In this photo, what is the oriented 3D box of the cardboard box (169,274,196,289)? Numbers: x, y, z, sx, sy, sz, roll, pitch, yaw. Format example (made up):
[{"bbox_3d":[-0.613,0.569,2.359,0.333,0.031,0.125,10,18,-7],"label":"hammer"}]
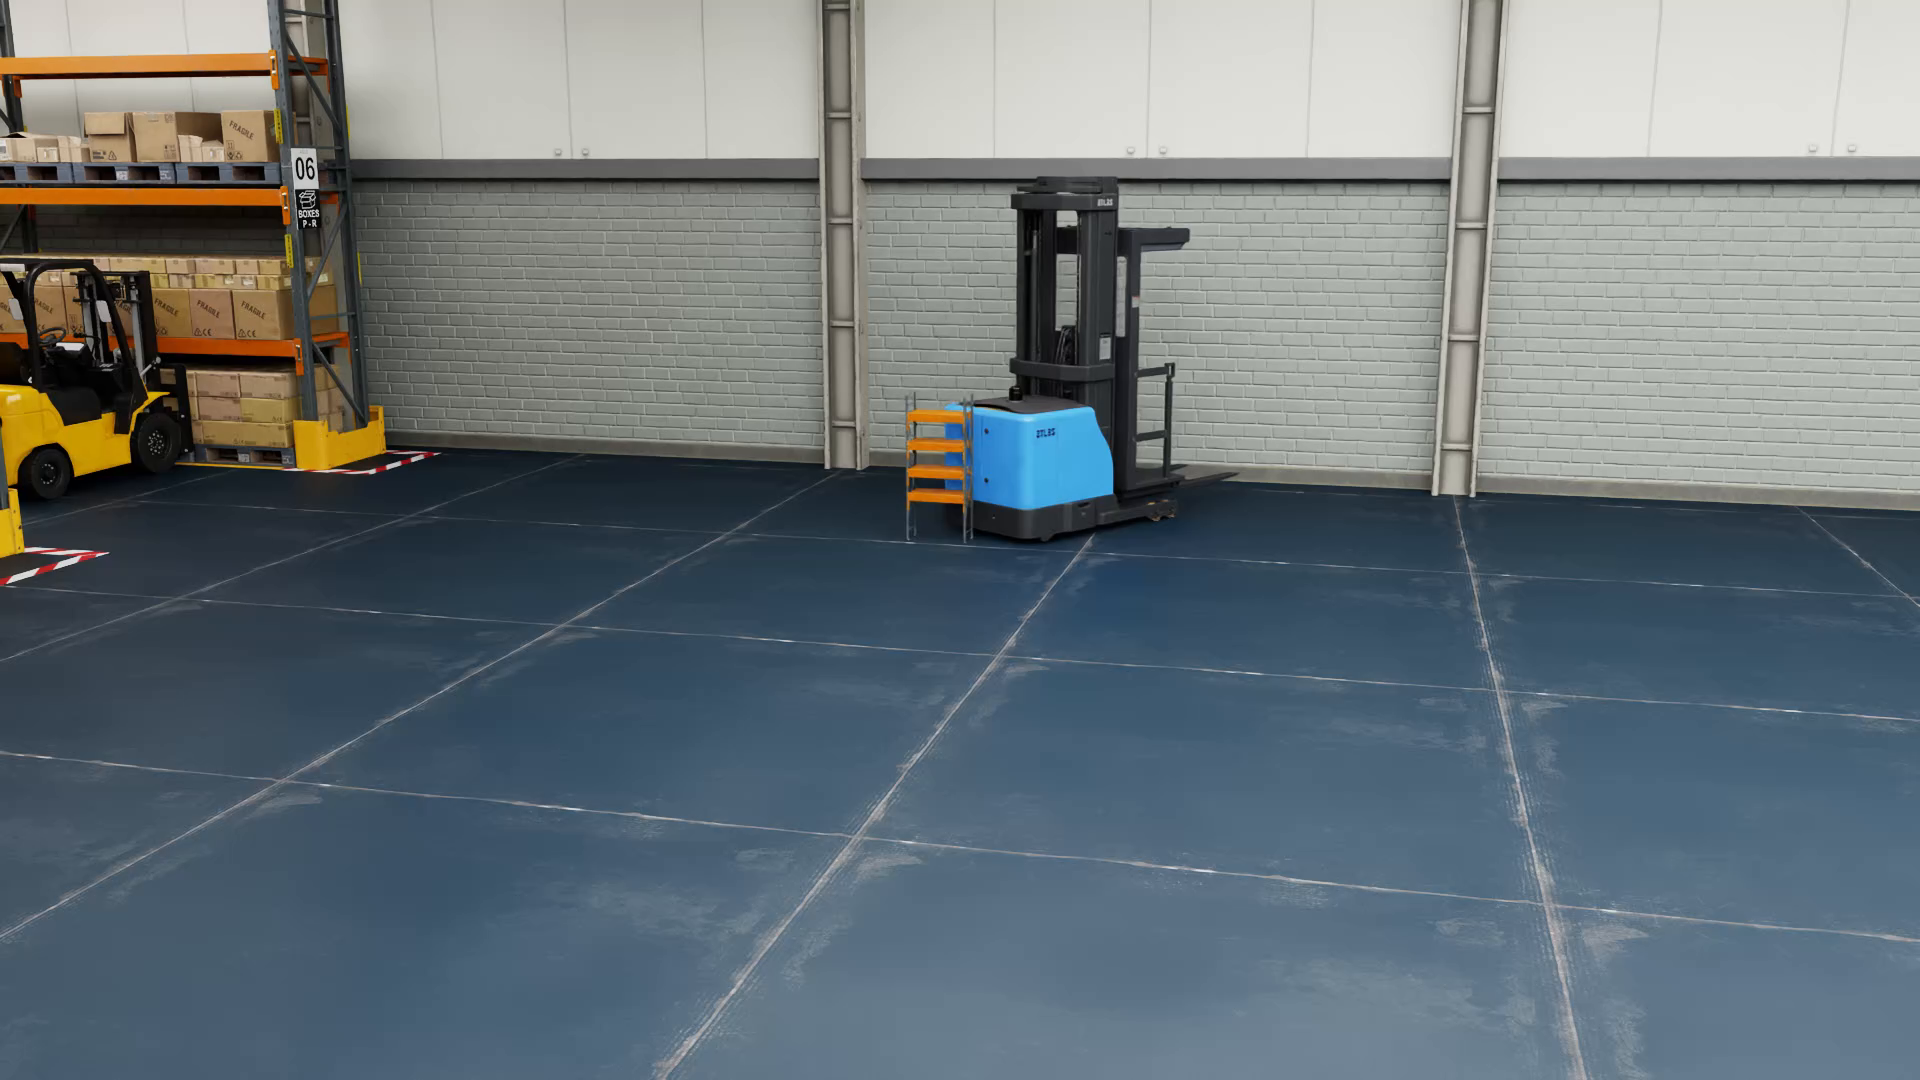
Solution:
[{"bbox_3d":[-7.931,-2.683,17.172,0.250,0.149,0.380,3,13,12],"label":"cardboard box"}]

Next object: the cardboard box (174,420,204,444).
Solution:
[{"bbox_3d":[-8.022,-1.182,17.515,0.500,0.250,0.500,3,13,14],"label":"cardboard box"}]

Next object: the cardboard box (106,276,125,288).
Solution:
[{"bbox_3d":[-8.667,-2.723,17.351,0.250,0.149,0.380,3,13,12],"label":"cardboard box"}]

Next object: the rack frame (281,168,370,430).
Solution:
[{"bbox_3d":[-6.526,-2.306,17.201,0.127,3.000,1.000,3,13,14],"label":"rack frame"}]

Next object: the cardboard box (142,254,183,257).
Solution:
[{"bbox_3d":[-8.553,-2.978,17.816,0.250,0.149,0.380,3,13,15],"label":"cardboard box"}]

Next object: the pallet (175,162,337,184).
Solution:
[{"bbox_3d":[-7.206,-3.769,17.076,1.213,0.211,1.003,3,13,14],"label":"pallet"}]

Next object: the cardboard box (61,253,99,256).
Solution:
[{"bbox_3d":[-9.533,-3.038,18.088,0.250,0.149,0.380,3,13,13],"label":"cardboard box"}]

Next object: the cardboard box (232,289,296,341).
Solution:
[{"bbox_3d":[-7.067,-2.325,17.057,0.500,0.500,0.500,3,13,12],"label":"cardboard box"}]

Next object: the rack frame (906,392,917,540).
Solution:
[{"bbox_3d":[-0.402,-0.607,13.700,0.015,1.200,0.240,3,13,15],"label":"rack frame"}]

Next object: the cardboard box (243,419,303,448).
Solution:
[{"bbox_3d":[-7.058,-1.126,17.264,0.500,0.250,0.500,3,13,14],"label":"cardboard box"}]

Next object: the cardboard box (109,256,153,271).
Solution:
[{"bbox_3d":[-8.655,-2.886,17.400,0.250,0.149,0.380,3,13,14],"label":"cardboard box"}]

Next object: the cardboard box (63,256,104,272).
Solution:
[{"bbox_3d":[-9.162,-2.896,17.448,0.250,0.149,0.380,3,13,13],"label":"cardboard box"}]

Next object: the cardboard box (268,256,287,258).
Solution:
[{"bbox_3d":[-7.044,-2.906,17.490,0.250,0.149,0.380,4,13,15],"label":"cardboard box"}]

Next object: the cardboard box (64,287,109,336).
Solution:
[{"bbox_3d":[-9.040,-2.435,17.551,0.500,0.500,0.500,3,13,13],"label":"cardboard box"}]

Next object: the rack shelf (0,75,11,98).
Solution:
[{"bbox_3d":[-12.351,-4.999,18.076,4.000,0.370,1.077,3,13,14],"label":"rack shelf"}]

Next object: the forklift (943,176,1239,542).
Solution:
[{"bbox_3d":[1.275,-1.666,14.474,3.031,2.935,1.130,-12,17,-42],"label":"forklift"}]

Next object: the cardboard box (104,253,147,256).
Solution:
[{"bbox_3d":[-9.028,-3.021,18.009,0.250,0.149,0.380,3,13,13],"label":"cardboard box"}]

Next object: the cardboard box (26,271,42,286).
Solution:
[{"bbox_3d":[-9.652,-2.786,17.638,0.250,0.149,0.380,3,13,13],"label":"cardboard box"}]

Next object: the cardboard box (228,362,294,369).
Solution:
[{"bbox_3d":[-7.433,-1.746,17.751,0.500,0.250,0.500,3,13,14],"label":"cardboard box"}]

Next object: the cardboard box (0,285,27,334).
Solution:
[{"bbox_3d":[-10.041,-2.484,17.775,0.500,0.500,0.500,3,13,12],"label":"cardboard box"}]

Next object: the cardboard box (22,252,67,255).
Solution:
[{"bbox_3d":[-10.027,-3.071,18.235,0.250,0.149,0.380,3,13,14],"label":"cardboard box"}]

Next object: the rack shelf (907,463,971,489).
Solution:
[{"bbox_3d":[-0.167,-0.527,13.651,0.480,0.148,0.258,3,13,15],"label":"rack shelf"}]

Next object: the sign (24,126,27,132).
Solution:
[{"bbox_3d":[-10.278,-4.386,18.274,0.005,0.325,0.100,3,13,14],"label":"sign"}]

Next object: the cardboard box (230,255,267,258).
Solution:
[{"bbox_3d":[-7.543,-2.926,17.583,0.250,0.149,0.380,3,13,14],"label":"cardboard box"}]

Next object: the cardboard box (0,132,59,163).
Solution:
[{"bbox_3d":[-9.660,-4.094,17.340,0.500,0.311,0.500,3,13,15],"label":"cardboard box"}]

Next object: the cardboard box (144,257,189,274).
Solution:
[{"bbox_3d":[-8.187,-2.836,17.175,0.250,0.149,0.380,3,13,15],"label":"cardboard box"}]

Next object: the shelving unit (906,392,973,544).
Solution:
[{"bbox_3d":[-0.167,-0.593,13.636,0.503,1.200,0.258,3,13,15],"label":"shelving unit"}]

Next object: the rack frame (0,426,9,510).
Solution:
[{"bbox_3d":[-7.712,-1.262,12.496,0.127,3.000,1.000,3,13,14],"label":"rack frame"}]

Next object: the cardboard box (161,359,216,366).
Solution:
[{"bbox_3d":[-8.412,-1.803,18.004,0.500,0.250,0.500,3,13,12],"label":"cardboard box"}]

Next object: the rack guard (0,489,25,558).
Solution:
[{"bbox_3d":[-7.786,-0.045,12.784,0.348,0.500,1.175,3,13,14],"label":"rack guard"}]

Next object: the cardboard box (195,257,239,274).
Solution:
[{"bbox_3d":[-7.656,-2.833,17.164,0.250,0.149,0.380,3,13,14],"label":"cardboard box"}]

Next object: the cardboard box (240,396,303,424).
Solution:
[{"bbox_3d":[-7.074,-1.372,17.217,0.500,0.250,0.500,3,13,13],"label":"cardboard box"}]

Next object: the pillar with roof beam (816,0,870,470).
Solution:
[{"bbox_3d":[-2.192,-4.244,12.085,0.400,9.000,9.100,3,13,14],"label":"pillar with roof beam"}]

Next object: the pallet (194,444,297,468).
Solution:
[{"bbox_3d":[-7.279,-0.975,17.642,1.213,0.211,1.003,3,13,14],"label":"pallet"}]

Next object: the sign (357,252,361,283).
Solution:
[{"bbox_3d":[-6.387,-2.883,17.624,0.005,0.325,0.100,3,13,14],"label":"sign"}]

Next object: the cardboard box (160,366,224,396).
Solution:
[{"bbox_3d":[-8.037,-1.664,17.380,0.500,0.250,0.500,3,13,14],"label":"cardboard box"}]

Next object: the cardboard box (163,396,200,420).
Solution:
[{"bbox_3d":[-8.064,-1.423,17.445,0.500,0.250,0.500,3,13,12],"label":"cardboard box"}]

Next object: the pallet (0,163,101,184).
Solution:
[{"bbox_3d":[-9.575,-3.896,17.647,1.213,0.211,1.003,3,13,14],"label":"pallet"}]

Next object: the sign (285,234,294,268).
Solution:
[{"bbox_3d":[-6.670,-2.873,16.539,0.005,0.325,0.100,3,13,14],"label":"sign"}]

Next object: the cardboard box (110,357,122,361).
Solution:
[{"bbox_3d":[-9.390,-1.856,18.245,0.500,0.250,0.500,3,13,13],"label":"cardboard box"}]

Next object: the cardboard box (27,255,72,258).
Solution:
[{"bbox_3d":[-9.646,-2.939,17.641,0.250,0.149,0.380,3,13,12],"label":"cardboard box"}]

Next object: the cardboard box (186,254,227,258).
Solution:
[{"bbox_3d":[-8.036,-2.969,17.775,0.250,0.149,0.380,3,13,12],"label":"cardboard box"}]

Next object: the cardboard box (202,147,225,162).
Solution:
[{"bbox_3d":[-7.403,-3.880,16.753,0.250,0.149,0.380,3,13,12],"label":"cardboard box"}]

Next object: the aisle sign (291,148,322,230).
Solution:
[{"bbox_3d":[-6.533,-3.510,16.626,0.004,0.787,0.394,3,13,14],"label":"aisle sign"}]

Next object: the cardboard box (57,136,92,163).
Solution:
[{"bbox_3d":[-9.041,-4.025,17.135,0.258,0.266,0.396,3,13,12],"label":"cardboard box"}]

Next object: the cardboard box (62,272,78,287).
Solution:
[{"bbox_3d":[-9.176,-2.744,17.447,0.250,0.149,0.380,3,13,13],"label":"cardboard box"}]

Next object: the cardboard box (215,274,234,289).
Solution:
[{"bbox_3d":[-7.422,-2.664,17.086,0.250,0.149,0.380,3,13,15],"label":"cardboard box"}]

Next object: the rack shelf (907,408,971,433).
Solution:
[{"bbox_3d":[-0.167,-0.977,13.551,0.480,0.148,0.258,3,13,15],"label":"rack shelf"}]

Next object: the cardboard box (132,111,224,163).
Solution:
[{"bbox_3d":[-7.985,-4.119,17.016,0.500,0.500,0.700,3,13,14],"label":"cardboard box"}]

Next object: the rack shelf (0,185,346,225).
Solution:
[{"bbox_3d":[-8.468,-3.523,17.422,4.000,0.370,1.077,3,13,14],"label":"rack shelf"}]

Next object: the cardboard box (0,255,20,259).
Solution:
[{"bbox_3d":[-10.171,-2.945,17.668,0.250,0.149,0.380,3,13,15],"label":"cardboard box"}]

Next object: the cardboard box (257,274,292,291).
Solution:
[{"bbox_3d":[-6.930,-2.630,16.936,0.250,0.149,0.380,3,13,14],"label":"cardboard box"}]

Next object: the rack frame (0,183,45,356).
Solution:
[{"bbox_3d":[-10.410,-2.513,18.137,0.127,3.000,1.000,3,13,14],"label":"rack frame"}]

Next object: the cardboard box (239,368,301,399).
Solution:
[{"bbox_3d":[-7.048,-1.615,17.157,0.500,0.250,0.500,4,13,15],"label":"cardboard box"}]

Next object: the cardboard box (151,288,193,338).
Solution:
[{"bbox_3d":[-8.066,-2.380,17.306,0.500,0.500,0.500,3,13,12],"label":"cardboard box"}]

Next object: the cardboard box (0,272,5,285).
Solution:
[{"bbox_3d":[-10.163,-2.807,17.732,0.250,0.149,0.380,3,13,13],"label":"cardboard box"}]

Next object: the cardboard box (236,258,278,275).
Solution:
[{"bbox_3d":[-7.171,-2.797,17.000,0.250,0.149,0.380,3,13,14],"label":"cardboard box"}]
